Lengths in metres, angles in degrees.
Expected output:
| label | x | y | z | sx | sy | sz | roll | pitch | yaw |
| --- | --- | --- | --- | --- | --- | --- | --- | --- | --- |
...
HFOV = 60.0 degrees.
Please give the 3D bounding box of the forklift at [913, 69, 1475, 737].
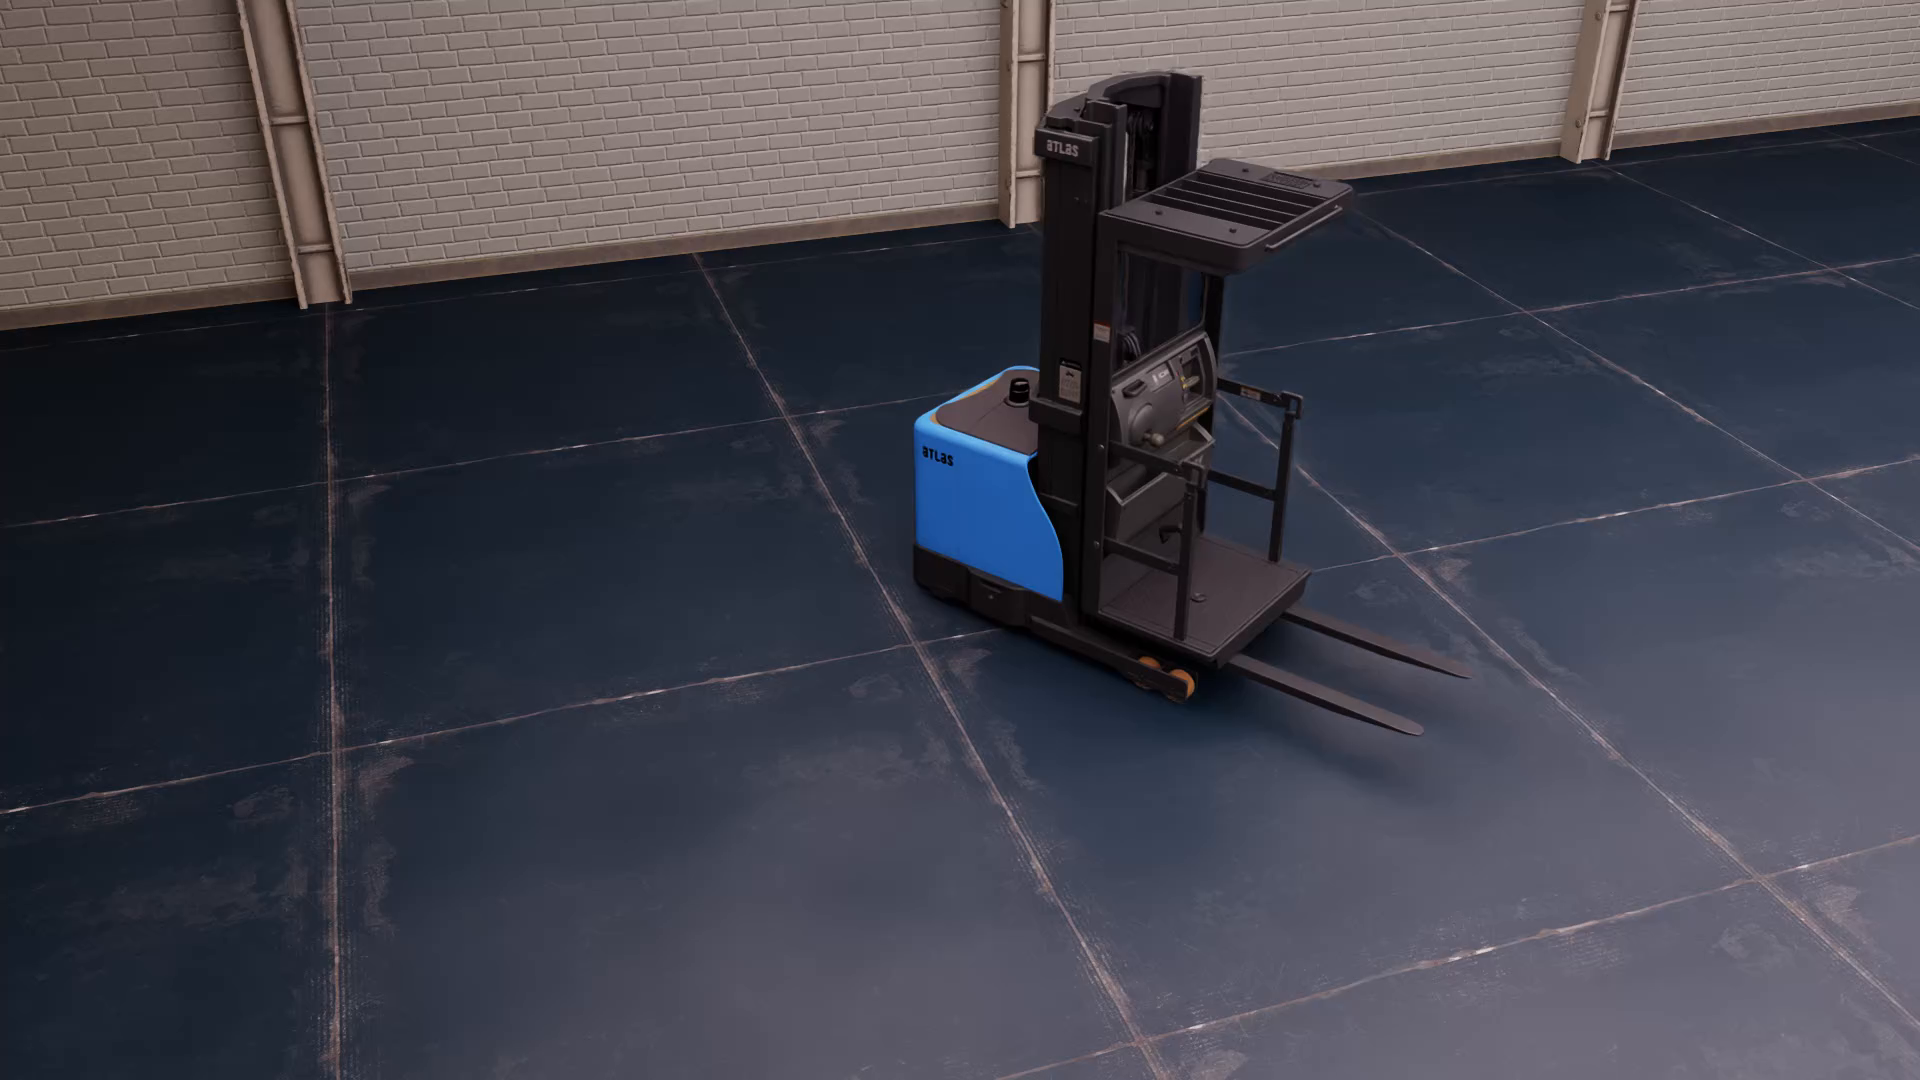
| label | x | y | z | sx | sy | sz | roll | pitch | yaw |
| --- | --- | --- | --- | --- | --- | --- | --- | --- | --- |
| forklift | 1.209 | -0.735 | 8.364 | 3.031 | 2.935 | 1.130 | 21 | 36 | 32 |
